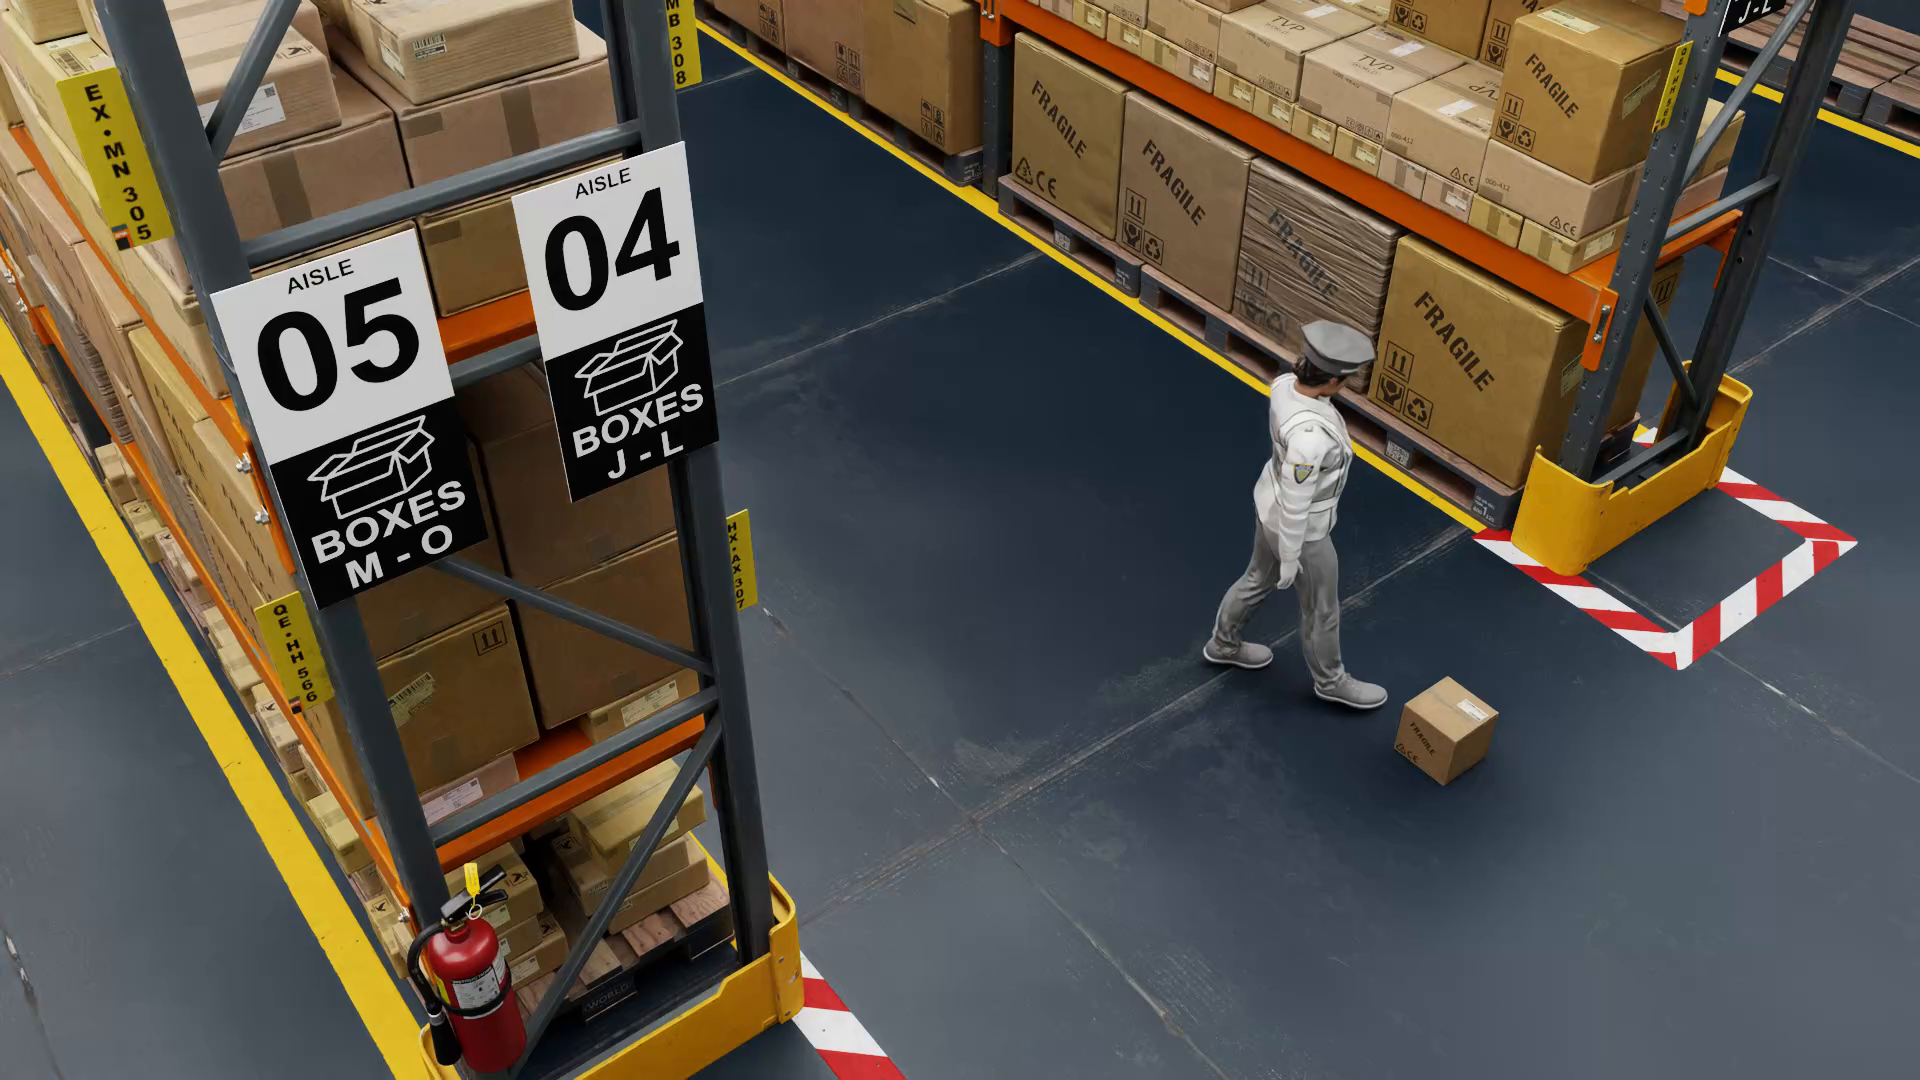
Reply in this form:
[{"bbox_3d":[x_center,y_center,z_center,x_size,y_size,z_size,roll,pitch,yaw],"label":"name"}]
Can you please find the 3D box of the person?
[{"bbox_3d":[1.346,-0.084,6.229,0.704,1.649,0.524,0,41,0],"label":"person"}]
